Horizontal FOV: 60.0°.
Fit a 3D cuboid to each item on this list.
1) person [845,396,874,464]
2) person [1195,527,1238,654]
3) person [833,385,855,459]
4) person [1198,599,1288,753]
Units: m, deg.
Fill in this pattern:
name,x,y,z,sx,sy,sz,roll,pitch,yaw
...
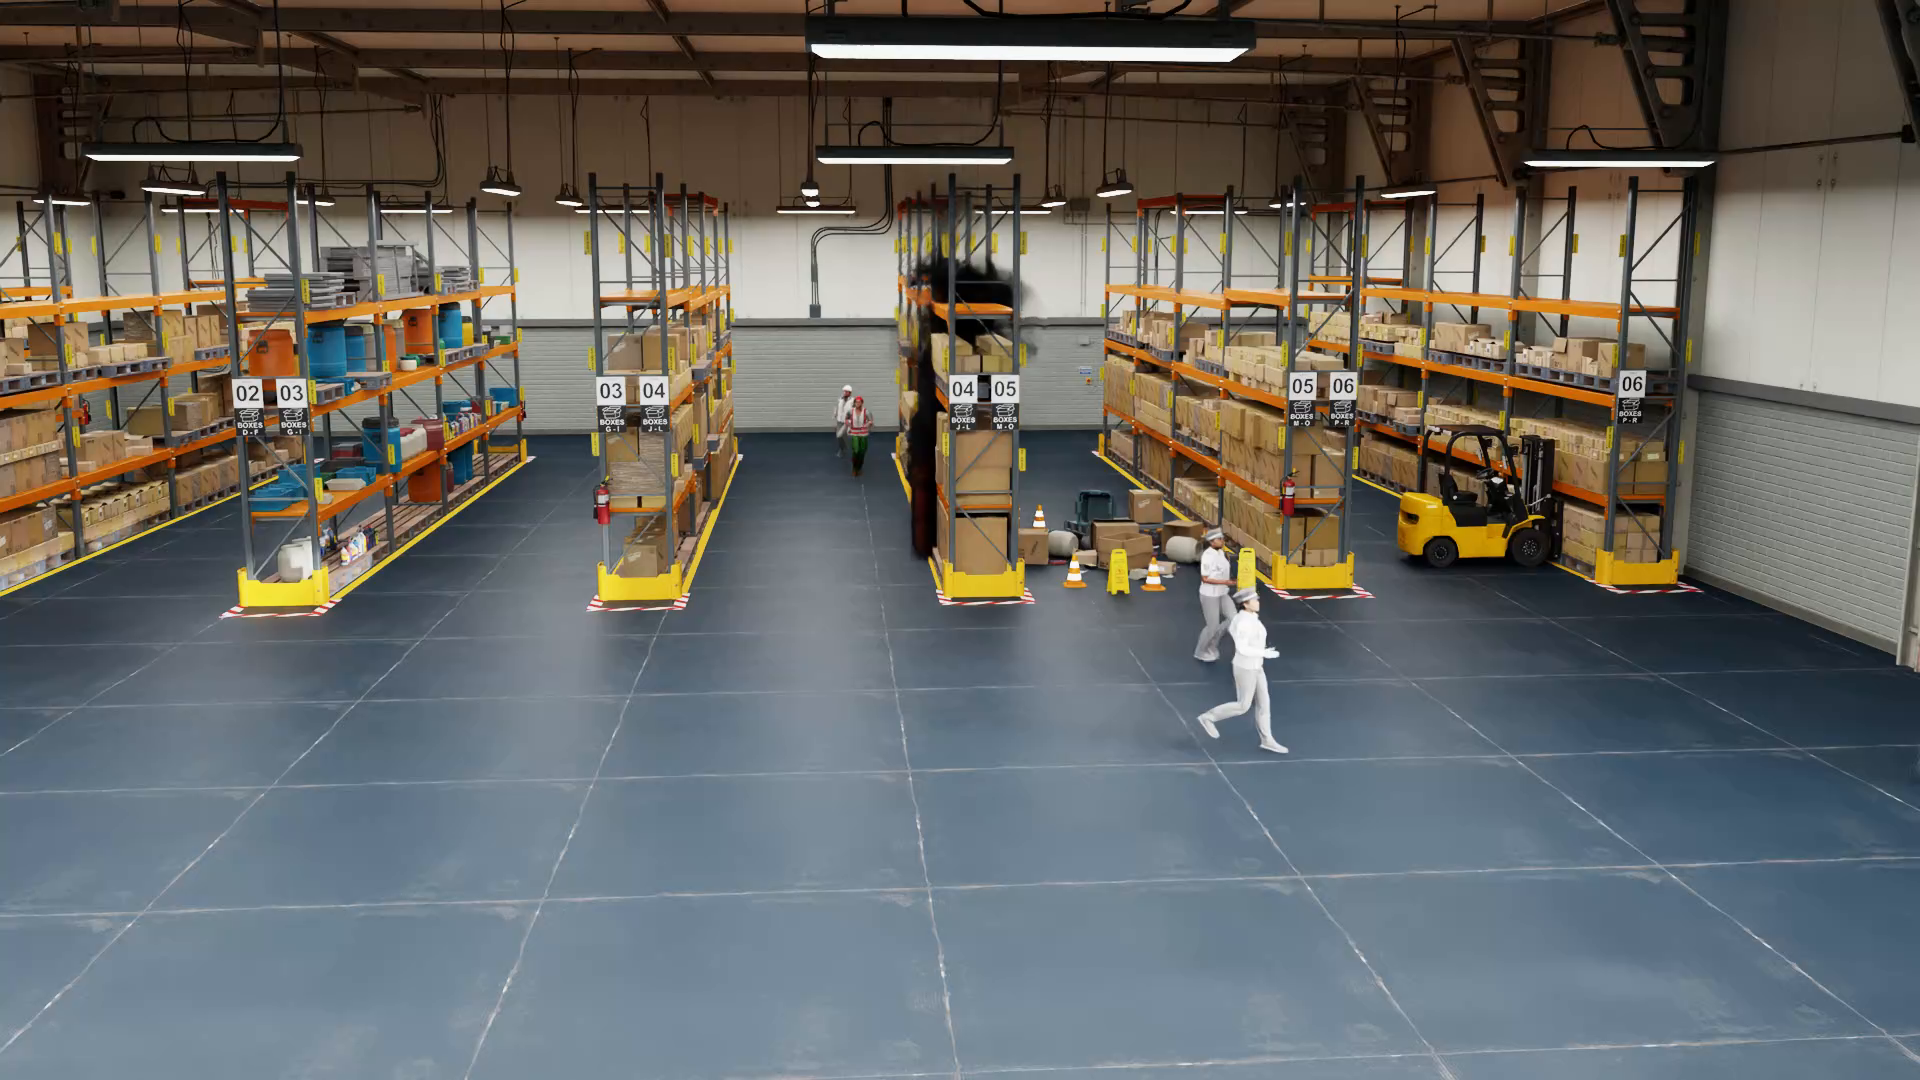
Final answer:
name,x,y,z,sx,sy,sz,roll,pitch,yaw
person,-2.199,-2.403,36.420,0.620,1.517,0.493,-1,10,-7
person,3.144,0.626,20.109,0.602,1.590,0.554,8,13,39
person,-2.751,-2.814,39.710,0.683,1.755,0.654,7,12,33
person,2.848,1.298,16.591,0.901,1.649,0.616,4,11,19
